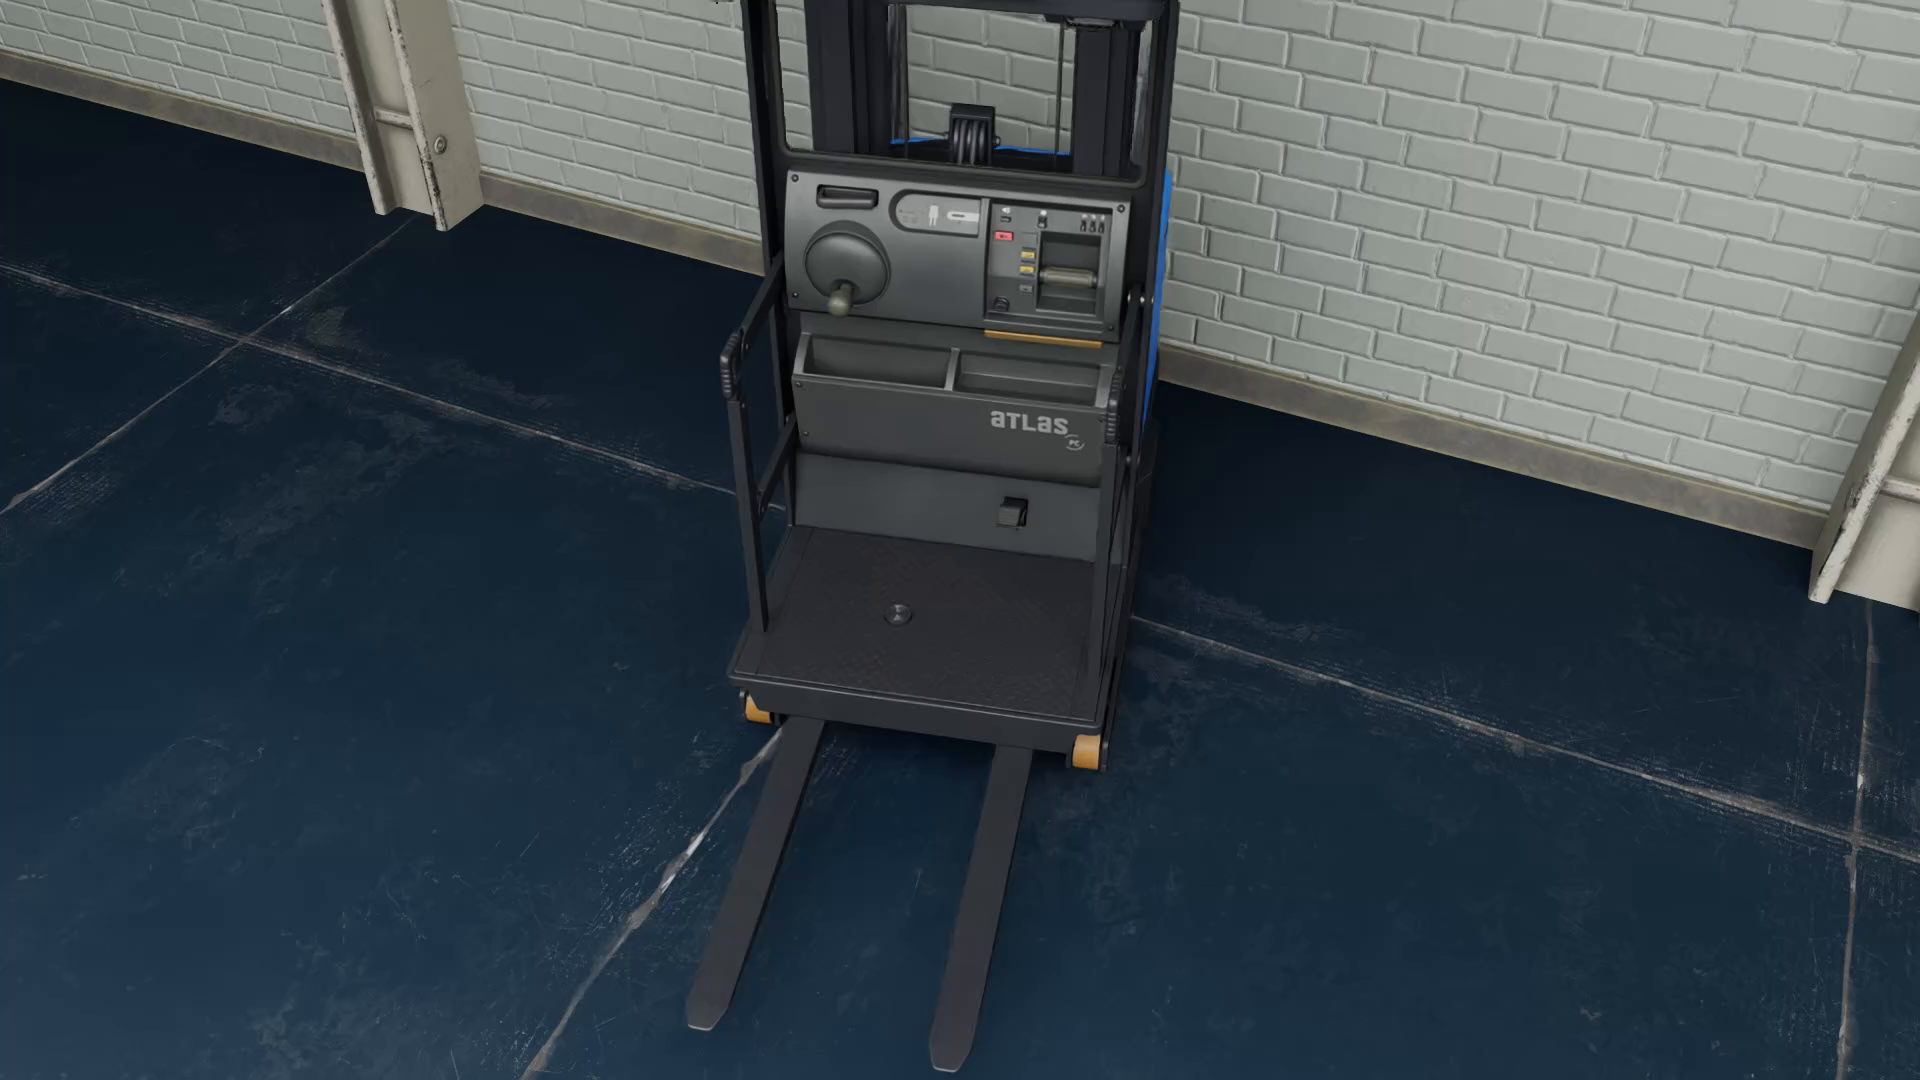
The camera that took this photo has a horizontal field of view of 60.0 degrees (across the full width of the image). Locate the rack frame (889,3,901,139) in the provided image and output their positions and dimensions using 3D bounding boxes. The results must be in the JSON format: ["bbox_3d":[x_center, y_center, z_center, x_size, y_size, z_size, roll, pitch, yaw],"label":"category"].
[{"bbox_3d":[-0.327,-1.361,6.155,0.032,1.500,0.500,13,39,12],"label":"rack frame"}]

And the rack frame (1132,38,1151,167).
[{"bbox_3d":[0.642,-1.134,5.947,0.032,1.500,0.500,13,39,12],"label":"rack frame"}]

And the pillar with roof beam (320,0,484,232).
[{"bbox_3d":[-4.196,-2.347,1.587,0.400,9.000,9.100,17,44,19],"label":"pillar with roof beam"}]

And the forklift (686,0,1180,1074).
[{"bbox_3d":[-0.053,-0.688,4.306,1.130,2.935,3.031,7,41,8],"label":"forklift"}]

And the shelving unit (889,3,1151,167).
[{"bbox_3d":[0.158,-1.247,6.051,1.048,1.500,0.538,13,39,12],"label":"shelving unit"}]
